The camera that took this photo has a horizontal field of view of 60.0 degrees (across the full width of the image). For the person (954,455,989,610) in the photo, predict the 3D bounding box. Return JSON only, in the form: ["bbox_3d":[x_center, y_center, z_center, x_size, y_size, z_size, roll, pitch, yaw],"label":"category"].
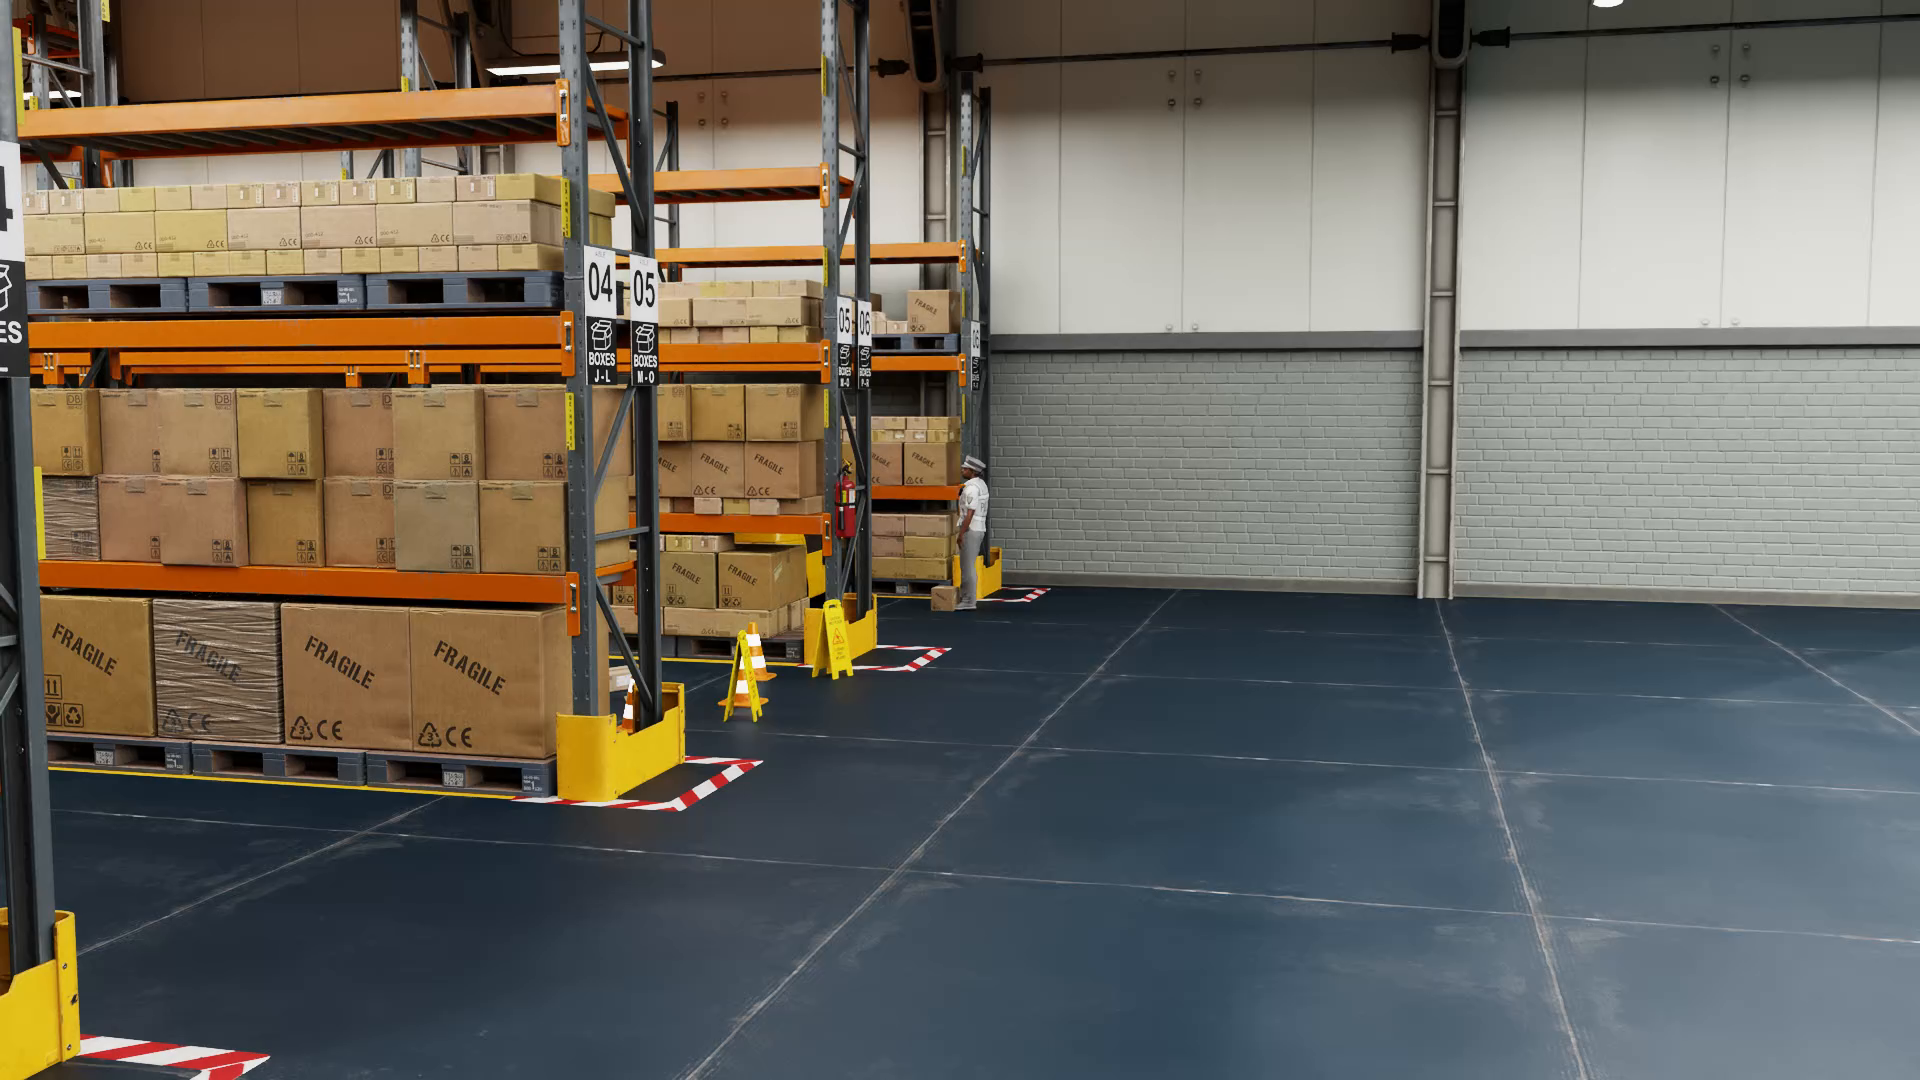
[{"bbox_3d":[0.048,-0.084,18.217,0.528,1.696,0.569,1,5,14],"label":"person"}]
